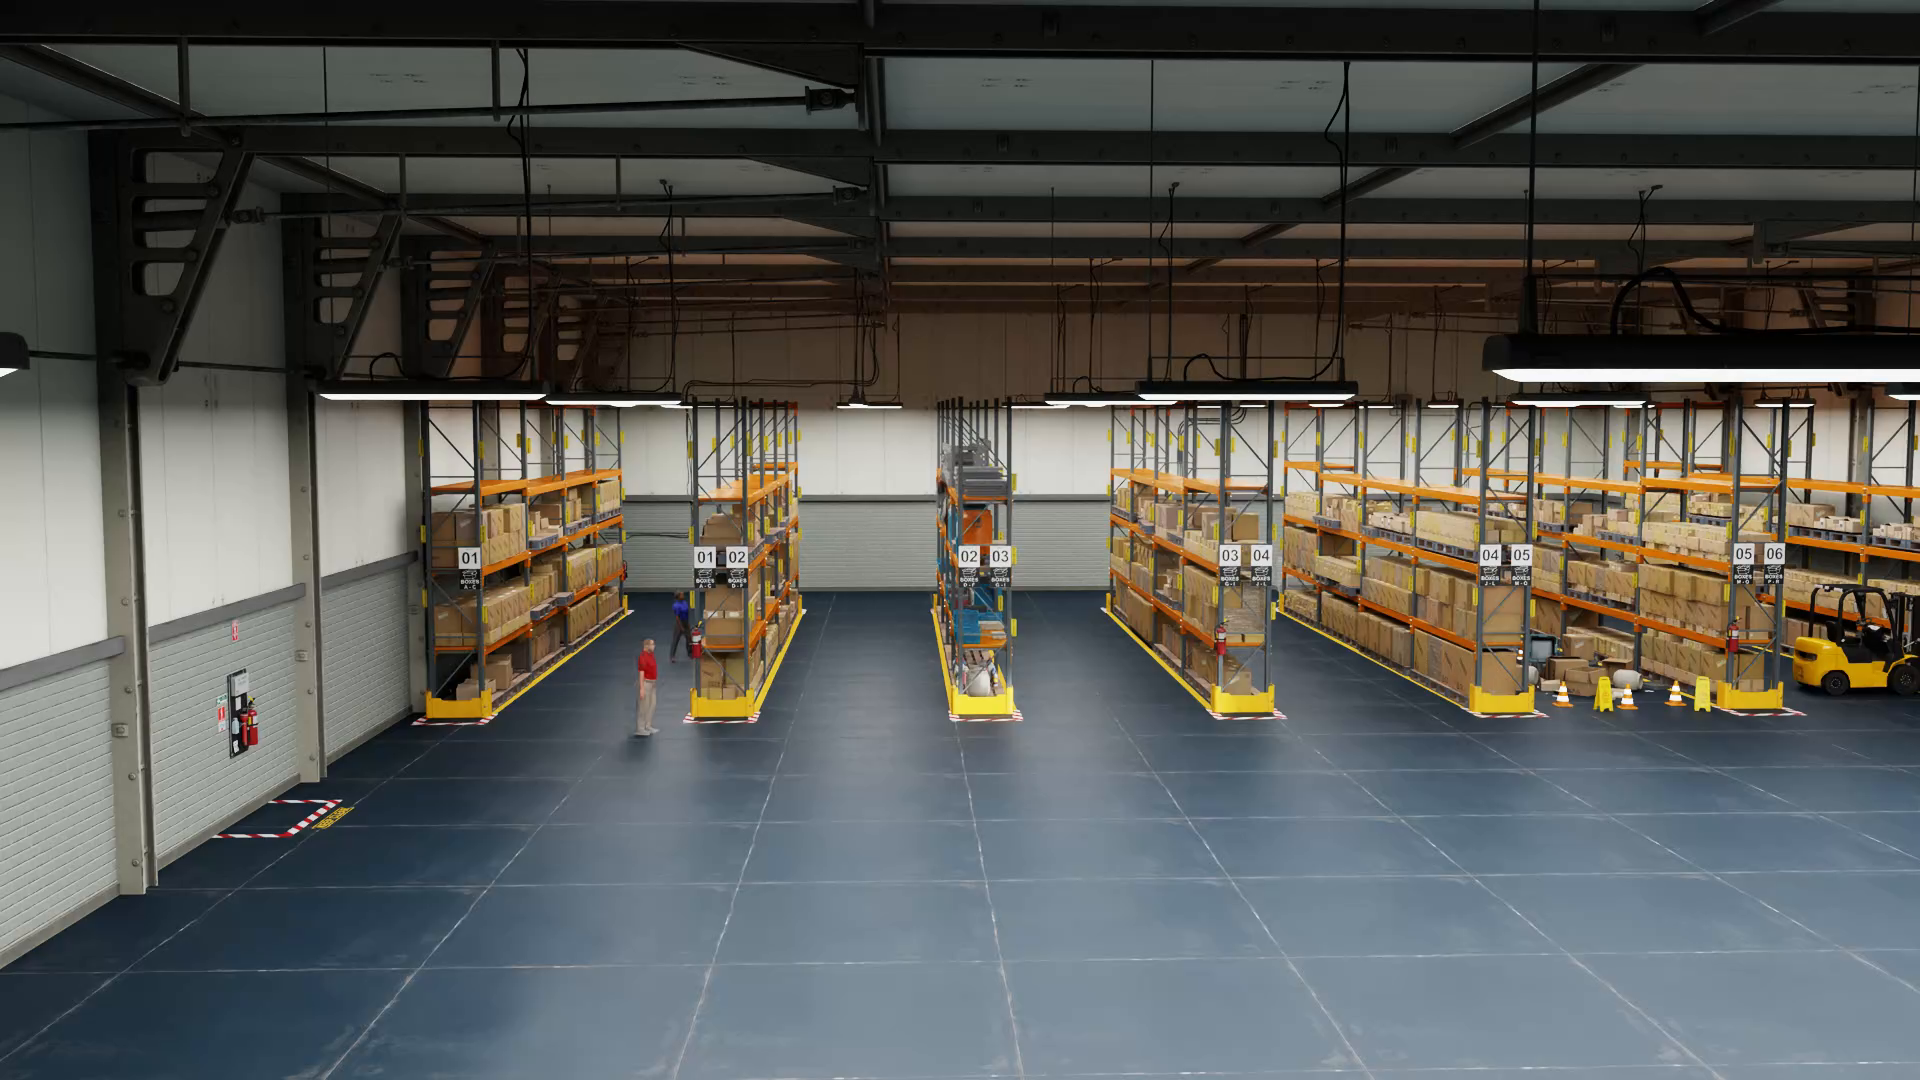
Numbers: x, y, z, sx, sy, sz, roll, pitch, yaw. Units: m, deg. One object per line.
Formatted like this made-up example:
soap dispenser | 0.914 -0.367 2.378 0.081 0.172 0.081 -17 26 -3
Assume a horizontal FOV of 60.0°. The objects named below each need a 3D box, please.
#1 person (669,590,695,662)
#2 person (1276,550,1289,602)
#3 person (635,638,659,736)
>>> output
person | -6.348 1.983 38.146 0.527 1.681 0.647 3 5 32
person | 9.651 1.038 49.682 0.508 1.660 0.451 -4 6 -43
person | -5.559 2.592 29.437 0.385 1.726 0.674 0 4 6
